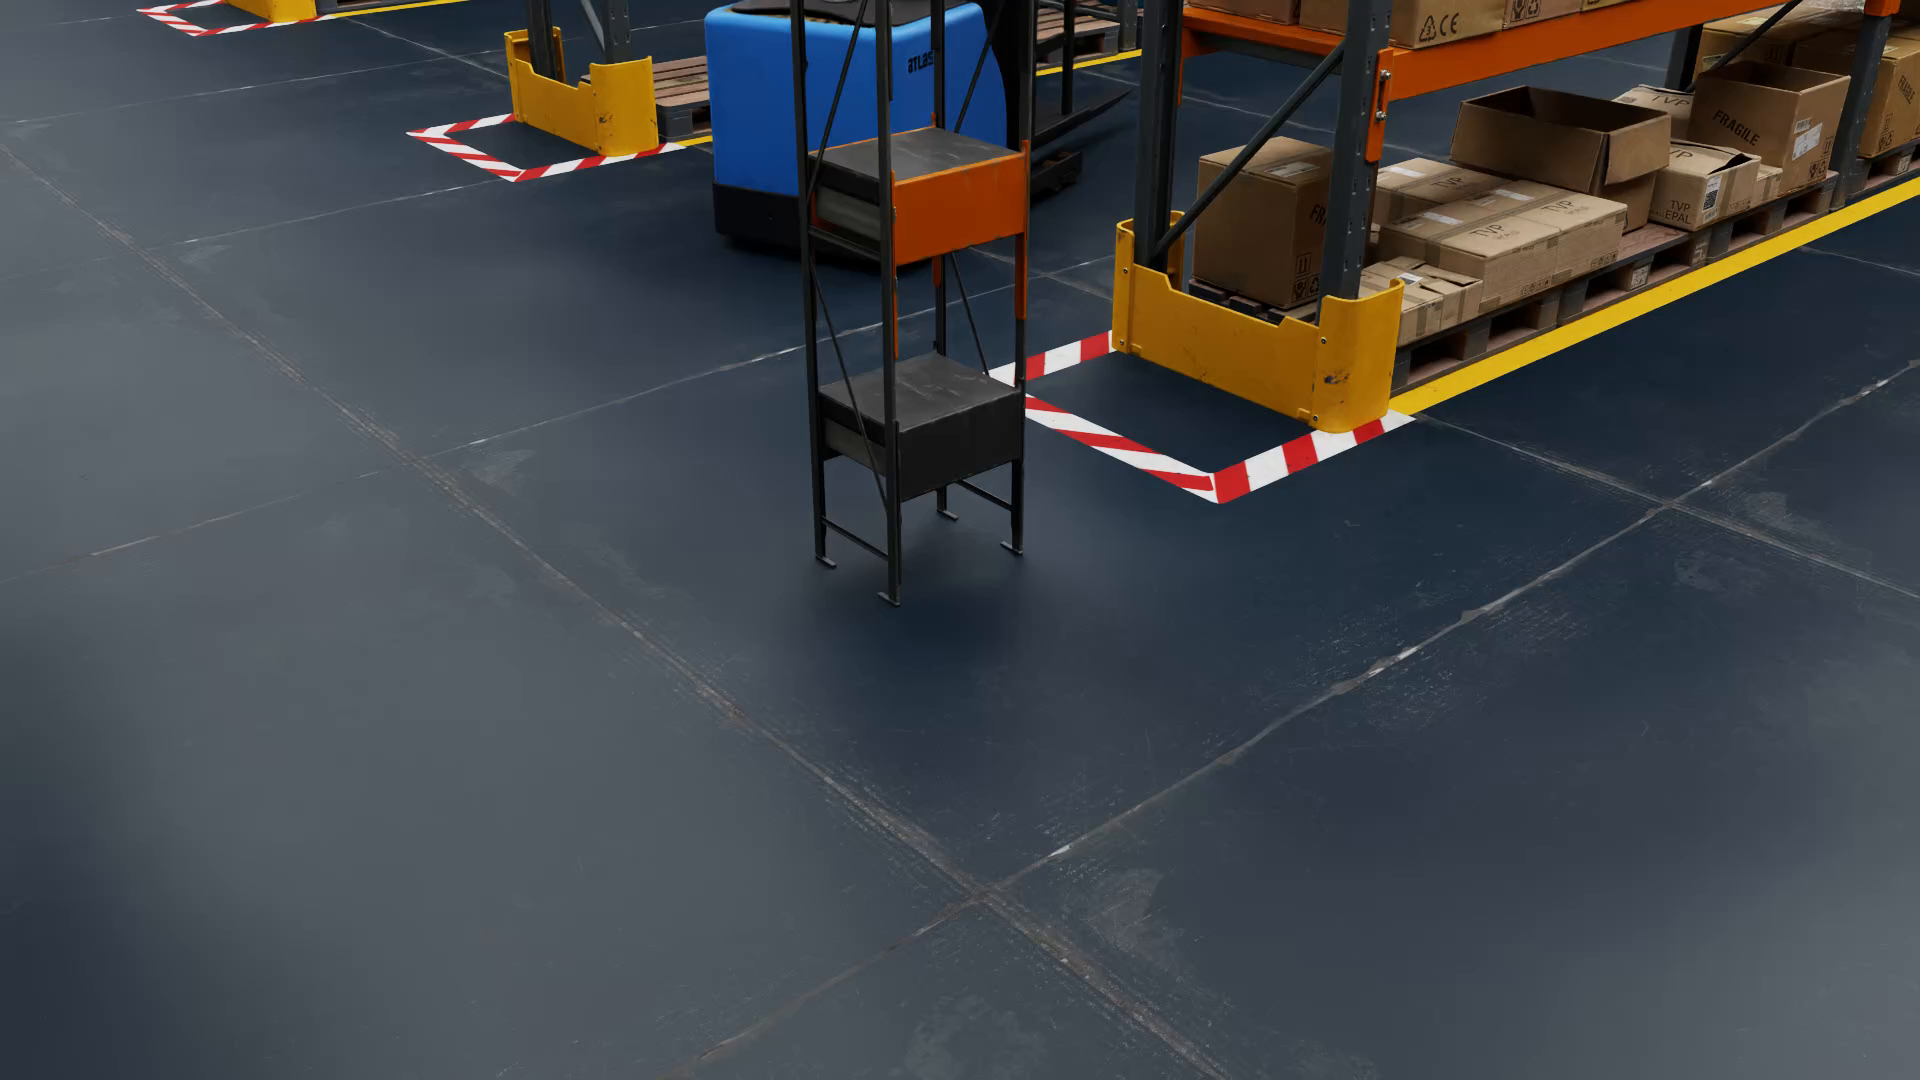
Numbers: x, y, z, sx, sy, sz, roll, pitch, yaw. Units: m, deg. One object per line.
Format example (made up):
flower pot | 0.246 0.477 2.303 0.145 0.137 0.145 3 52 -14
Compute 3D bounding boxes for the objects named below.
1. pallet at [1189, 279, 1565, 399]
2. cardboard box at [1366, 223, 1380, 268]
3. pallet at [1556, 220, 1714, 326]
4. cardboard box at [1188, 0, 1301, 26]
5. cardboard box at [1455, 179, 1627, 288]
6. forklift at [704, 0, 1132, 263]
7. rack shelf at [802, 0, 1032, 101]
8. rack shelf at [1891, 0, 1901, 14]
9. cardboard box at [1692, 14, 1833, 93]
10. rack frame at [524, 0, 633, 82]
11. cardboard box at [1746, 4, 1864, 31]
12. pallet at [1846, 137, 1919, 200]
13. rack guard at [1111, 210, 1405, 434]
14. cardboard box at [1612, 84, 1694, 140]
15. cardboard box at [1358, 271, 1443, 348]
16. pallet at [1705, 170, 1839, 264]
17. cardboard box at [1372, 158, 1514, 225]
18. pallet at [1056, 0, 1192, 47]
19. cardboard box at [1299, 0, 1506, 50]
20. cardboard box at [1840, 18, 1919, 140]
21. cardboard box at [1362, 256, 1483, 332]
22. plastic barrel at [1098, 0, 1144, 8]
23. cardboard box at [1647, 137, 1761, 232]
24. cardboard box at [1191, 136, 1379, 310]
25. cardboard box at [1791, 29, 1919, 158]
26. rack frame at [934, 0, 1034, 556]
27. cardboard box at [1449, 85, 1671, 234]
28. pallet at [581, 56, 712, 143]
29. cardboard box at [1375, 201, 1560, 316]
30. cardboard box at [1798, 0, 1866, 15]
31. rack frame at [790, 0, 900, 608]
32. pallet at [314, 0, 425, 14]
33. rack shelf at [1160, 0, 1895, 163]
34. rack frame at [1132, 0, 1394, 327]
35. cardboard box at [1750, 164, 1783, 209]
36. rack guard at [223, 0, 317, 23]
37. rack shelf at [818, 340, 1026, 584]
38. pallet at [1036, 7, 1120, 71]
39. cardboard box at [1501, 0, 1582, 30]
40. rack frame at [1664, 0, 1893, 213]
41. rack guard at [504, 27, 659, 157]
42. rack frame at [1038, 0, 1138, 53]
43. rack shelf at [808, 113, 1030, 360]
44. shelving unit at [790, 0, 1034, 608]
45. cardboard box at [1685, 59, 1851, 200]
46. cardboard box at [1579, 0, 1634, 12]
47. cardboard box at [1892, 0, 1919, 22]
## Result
pallet | 1.701 -0.968 6.837 1.213 0.211 1.003 -22 35 -35
cardboard box | 1.657 -1.221 6.891 0.250 0.166 0.380 -22 35 -35
pallet | 2.628 -1.339 7.532 1.213 0.211 1.003 -22 35 -35
cardboard box | 1.201 -2.209 6.094 0.500 0.500 0.500 -21 34 -33
cardboard box | 2.395 -1.282 6.917 0.500 0.250 0.500 -22 35 -35
forklift | -0.007 -3.183 8.096 1.130 2.935 3.031 14 31 25
rack shelf | -0.126 -1.481 4.337 0.480 0.518 0.431 -22 35 -35
rack shelf | 5.601 -3.448 9.283 4.000 0.370 1.077 -22 35 -35
cardboard box | 4.269 -2.499 8.929 0.500 0.500 0.500 -22 35 -35
rack frame | -2.175 -3.707 9.005 0.127 3.000 1.000 -22 35 -35
cardboard box | 4.651 -2.647 9.206 0.500 0.500 0.500 -22 35 -35
pallet | 4.674 -2.186 9.117 1.213 0.211 1.003 -22 35 -35
rack guard | 1.095 -0.851 6.312 0.348 0.500 1.175 -22 35 -35
cardboard box | 3.620 -2.111 8.404 0.500 0.311 0.500 -22 35 -35
cardboard box | 1.579 -0.872 6.256 0.250 0.149 0.380 -22 35 -35
pallet | 3.557 -1.714 8.234 1.213 0.211 1.003 -22 35 -35
cardboard box | 2.033 -1.446 7.224 0.500 0.250 0.500 -22 35 -35
pallet | 1.482 -3.922 12.365 1.213 0.211 1.003 -22 35 -35
cardboard box | 1.546 -2.015 5.733 0.500 0.500 0.500 -21 35 -34
cardboard box | 5.005 -2.473 8.880 0.500 0.500 0.500 -21 35 -34
cardboard box | 1.769 -0.956 6.395 0.250 0.166 0.380 -22 35 -35
plastic barrel | 1.293 -4.351 11.990 0.708 0.901 0.600 -22 35 -35
cardboard box | 3.260 -1.656 7.553 0.500 0.311 0.500 -22 35 -35
cardboard box | 1.291 -1.276 6.641 0.500 0.500 0.500 -22 35 -35
cardboard box | 4.606 -2.306 8.568 0.500 0.500 0.500 -24 36 -37
rack frame | 0.060 -0.950 4.800 0.015 2.100 0.400 -22 35 -35
cardboard box | 2.654 -1.670 7.375 0.637 0.503 0.797 -22 35 -35
pallet | -1.523 -2.716 10.108 1.213 0.211 1.003 -22 35 -35
cardboard box | 2.015 -1.129 6.631 0.500 0.250 0.500 -22 35 -35
cardboard box | 5.033 -2.800 9.493 0.500 0.500 0.500 -21 35 -34
rack frame | -0.312 -0.801 4.521 0.015 2.100 0.400 -22 35 -35
pallet | -4.832 -4.526 13.495 1.213 0.211 1.003 -22 35 -35
rack shelf | 2.558 -2.225 6.993 4.000 0.370 1.077 -22 35 -35
rack frame | 1.037 -1.930 5.679 0.127 3.000 1.000 -22 35 -35
cardboard box | 3.584 -1.678 7.766 0.250 0.149 0.380 -22 35 -35
rack guard | -5.408 -4.373 12.903 0.348 0.500 1.175 -22 35 -35
rack shelf | -0.126 -0.246 4.997 0.480 0.518 0.431 -22 35 -35
pallet | 0.334 -3.462 11.505 1.213 0.211 1.003 -22 35 -35
cardboard box | 1.935 -2.175 6.031 0.500 0.500 0.500 -22 35 -35
rack frame | 4.080 -3.154 7.969 0.127 3.000 1.000 -22 35 -35
rack guard | -2.185 -2.593 9.571 0.348 0.500 1.175 -22 35 -35
rack frame | 0.868 -4.931 11.294 0.127 3.000 1.000 -22 35 -35
rack shelf | -0.126 -0.863 4.667 0.480 0.518 0.431 -22 35 -35
shelving unit | -0.126 -0.875 4.660 0.503 2.100 0.431 -22 35 -35
cardboard box | 3.831 -1.969 7.938 0.500 0.500 0.500 -22 35 -35
cardboard box | 2.318 -2.328 6.317 0.500 0.500 0.500 -22 35 -35
cardboard box | 5.367 -2.943 8.963 0.500 0.250 0.500 -22 35 -35
